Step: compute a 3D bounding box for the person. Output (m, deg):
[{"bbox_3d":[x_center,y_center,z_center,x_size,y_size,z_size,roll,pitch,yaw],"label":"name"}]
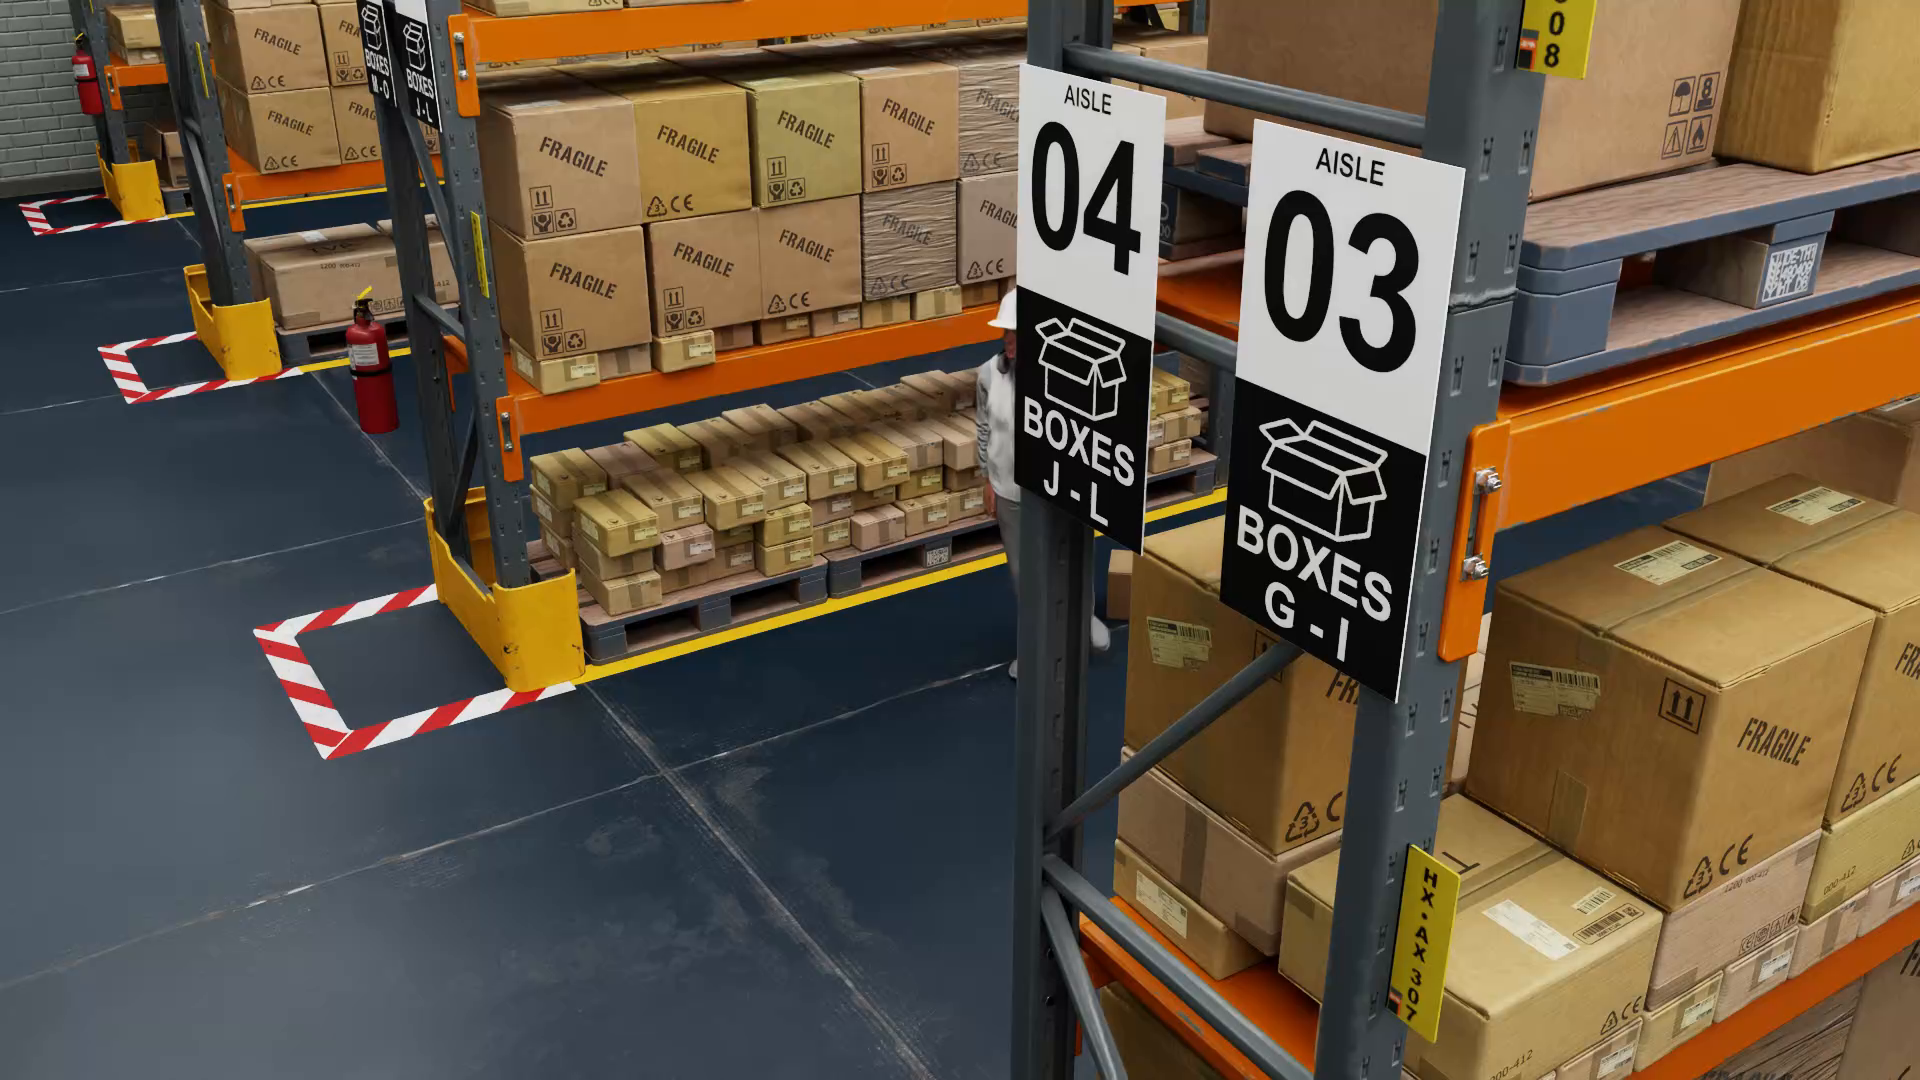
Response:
[{"bbox_3d":[0.356,-0.240,7.083,0.589,1.769,0.554,11,27,22],"label":"person"}]
